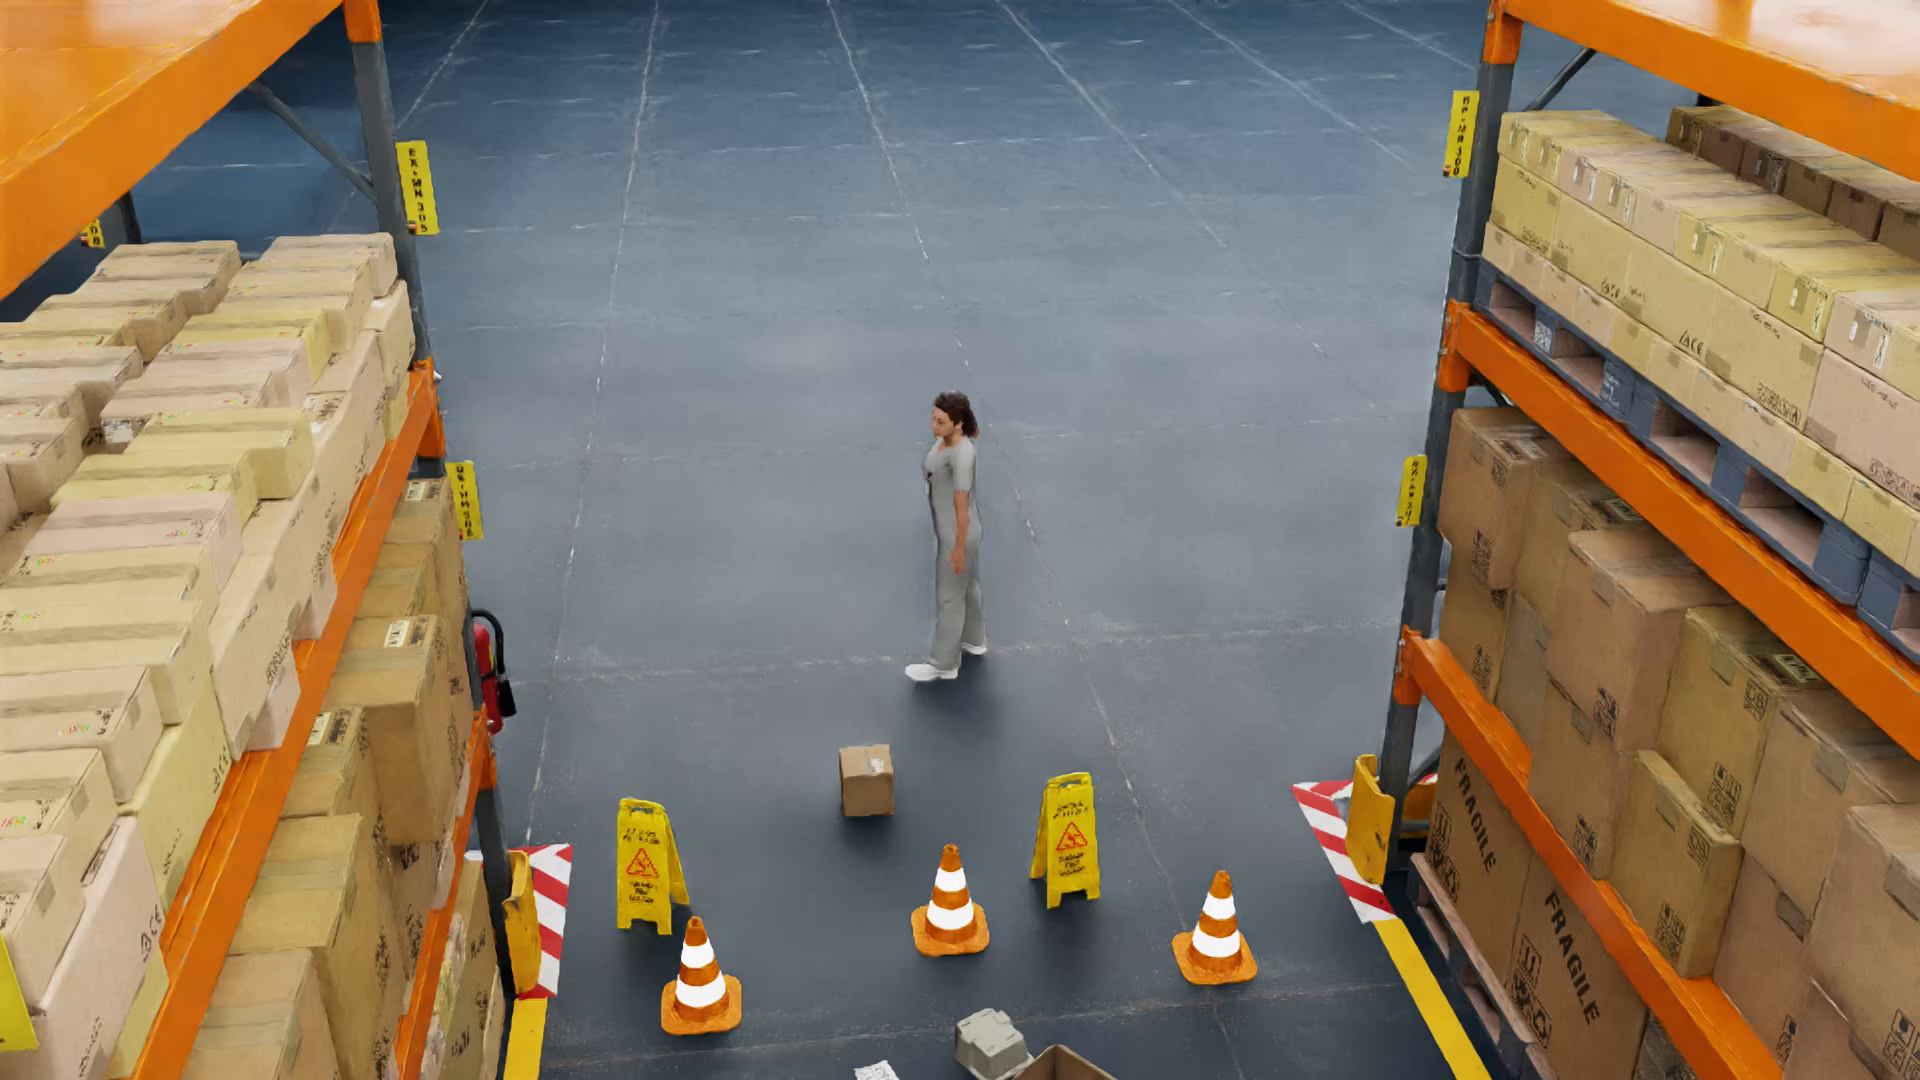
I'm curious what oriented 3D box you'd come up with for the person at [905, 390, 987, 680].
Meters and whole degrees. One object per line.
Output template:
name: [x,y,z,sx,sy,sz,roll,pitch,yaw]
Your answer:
person: [-0.080,-0.031,9.106,0.513,1.666,0.536,-5,28,-9]
